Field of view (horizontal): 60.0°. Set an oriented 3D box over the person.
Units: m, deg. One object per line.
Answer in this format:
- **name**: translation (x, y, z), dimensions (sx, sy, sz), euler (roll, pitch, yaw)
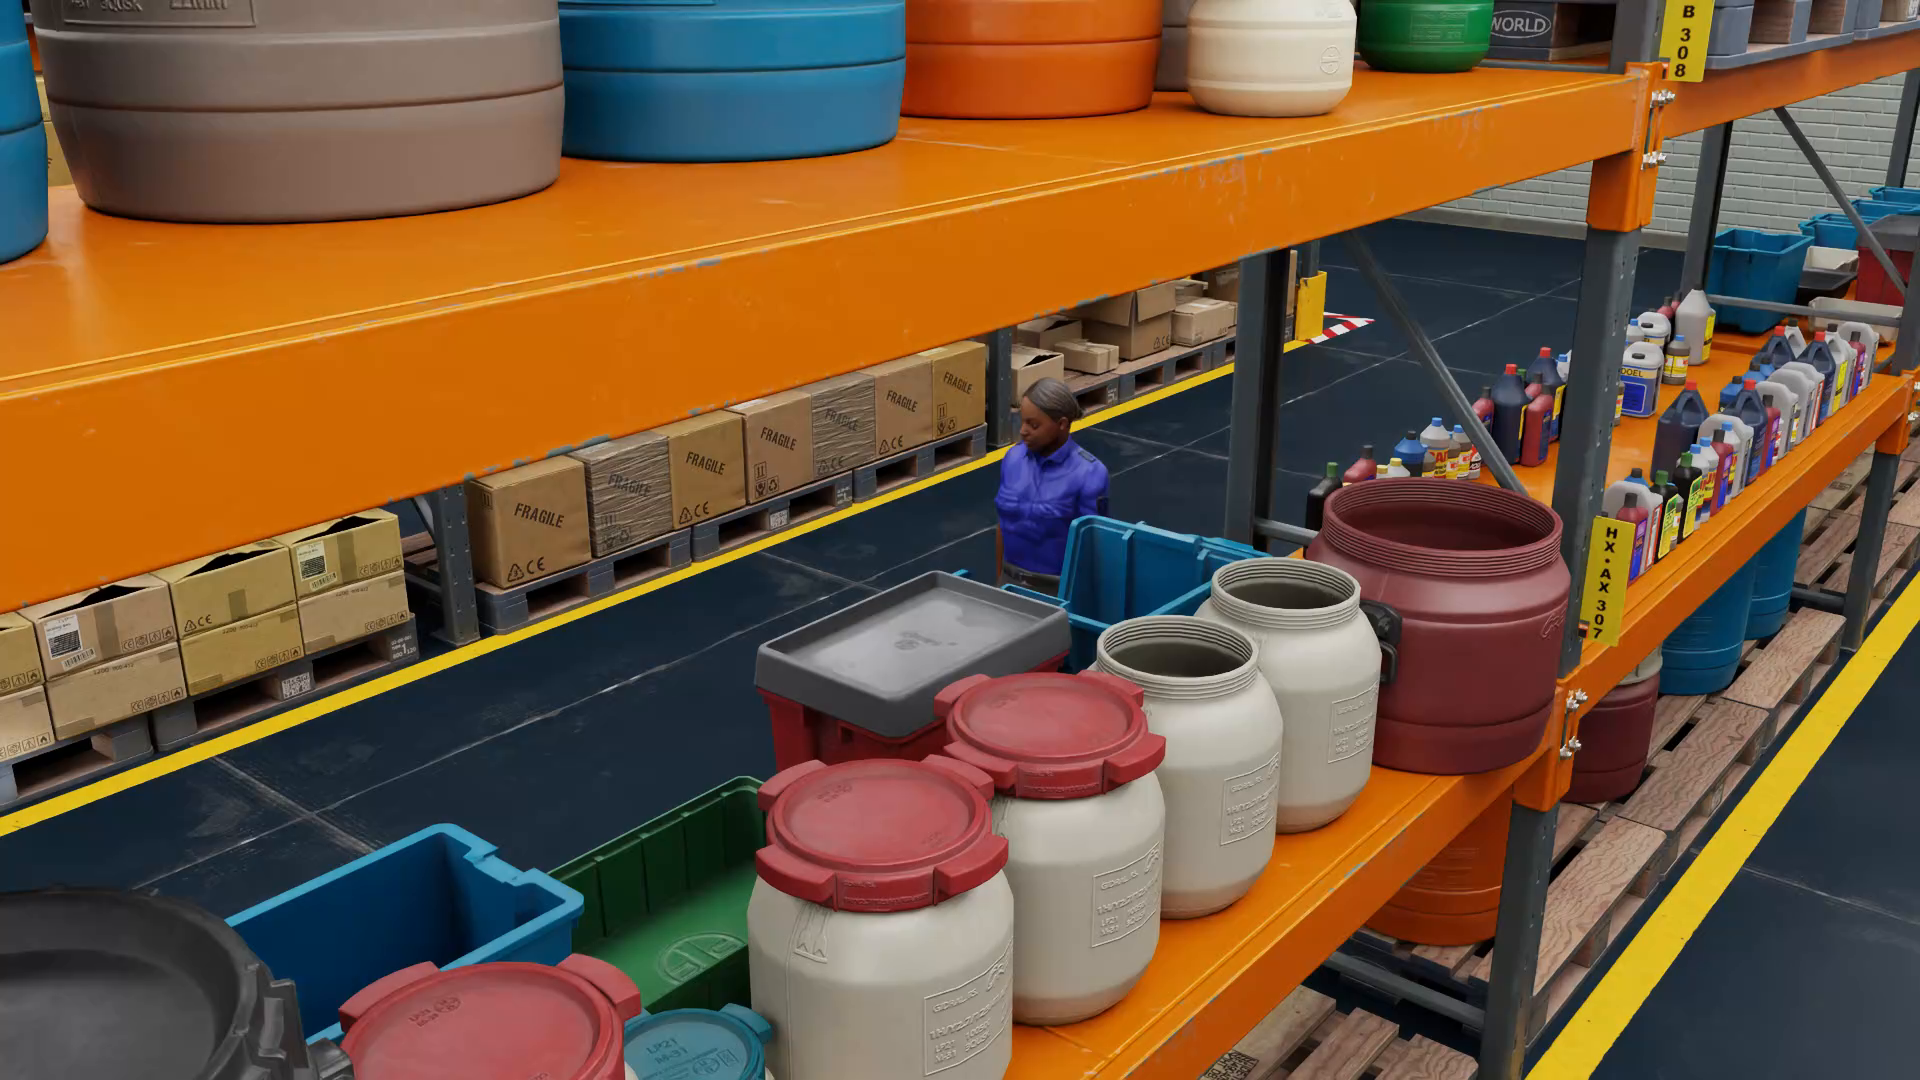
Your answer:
- **person**: translation (0.307, 0.227, 5.918), dimensions (0.470, 1.665, 0.322), euler (12, 24, 30)
